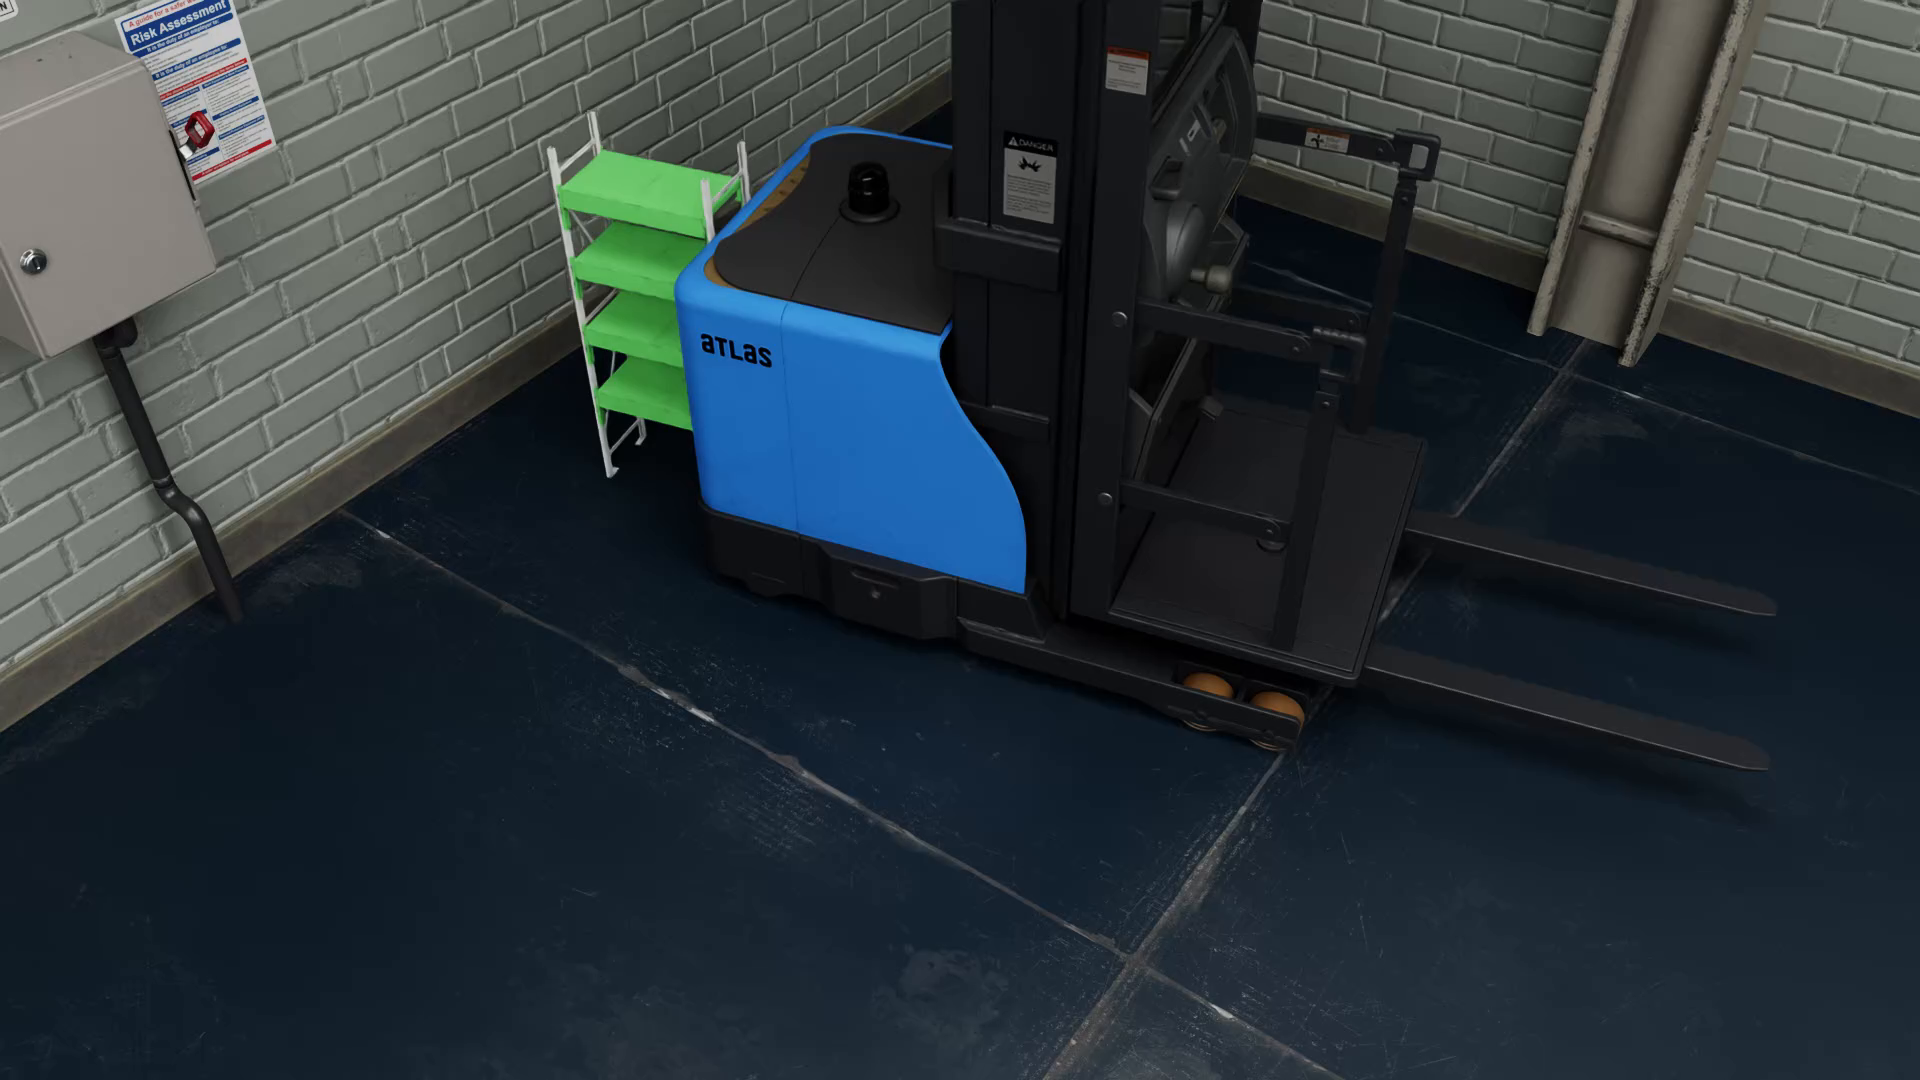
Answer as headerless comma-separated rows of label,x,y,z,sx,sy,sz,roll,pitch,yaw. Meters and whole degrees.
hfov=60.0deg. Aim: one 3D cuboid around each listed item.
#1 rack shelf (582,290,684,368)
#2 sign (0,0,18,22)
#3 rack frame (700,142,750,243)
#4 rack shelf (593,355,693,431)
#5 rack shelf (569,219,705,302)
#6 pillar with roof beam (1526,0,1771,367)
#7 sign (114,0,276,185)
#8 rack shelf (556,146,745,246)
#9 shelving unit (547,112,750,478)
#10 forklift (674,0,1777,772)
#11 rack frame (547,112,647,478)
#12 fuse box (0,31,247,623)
rack shelf,-0.886,-0.618,5.137,0.480,0.148,0.258,15,44,16
sign,-2.336,-1.250,3.778,0.001,0.242,0.339,25,48,25
rack frame,-0.659,-0.606,5.028,0.015,1.200,0.240,15,44,16
rack shelf,-0.886,-0.440,5.297,0.480,0.148,0.258,15,44,16
rack shelf,-0.886,-0.797,4.977,0.480,0.148,0.258,15,44,16
pillar with roof beam,-0.145,-1.777,0.488,0.400,9.000,9.100,25,48,25
sign,-2.020,-1.207,4.420,0.001,0.494,0.329,25,48,25
rack shelf,-0.886,-0.976,4.817,0.480,0.148,0.258,15,44,16
shelving unit,-0.886,-0.666,5.094,0.503,1.200,0.258,15,44,16
forklift,0.786,-0.914,4.074,3.031,2.935,1.130,15,44,16
rack frame,-1.113,-0.726,5.161,0.015,1.200,0.240,15,44,16
fuse box,-2.134,-0.413,4.428,0.414,1.711,0.539,25,48,25
